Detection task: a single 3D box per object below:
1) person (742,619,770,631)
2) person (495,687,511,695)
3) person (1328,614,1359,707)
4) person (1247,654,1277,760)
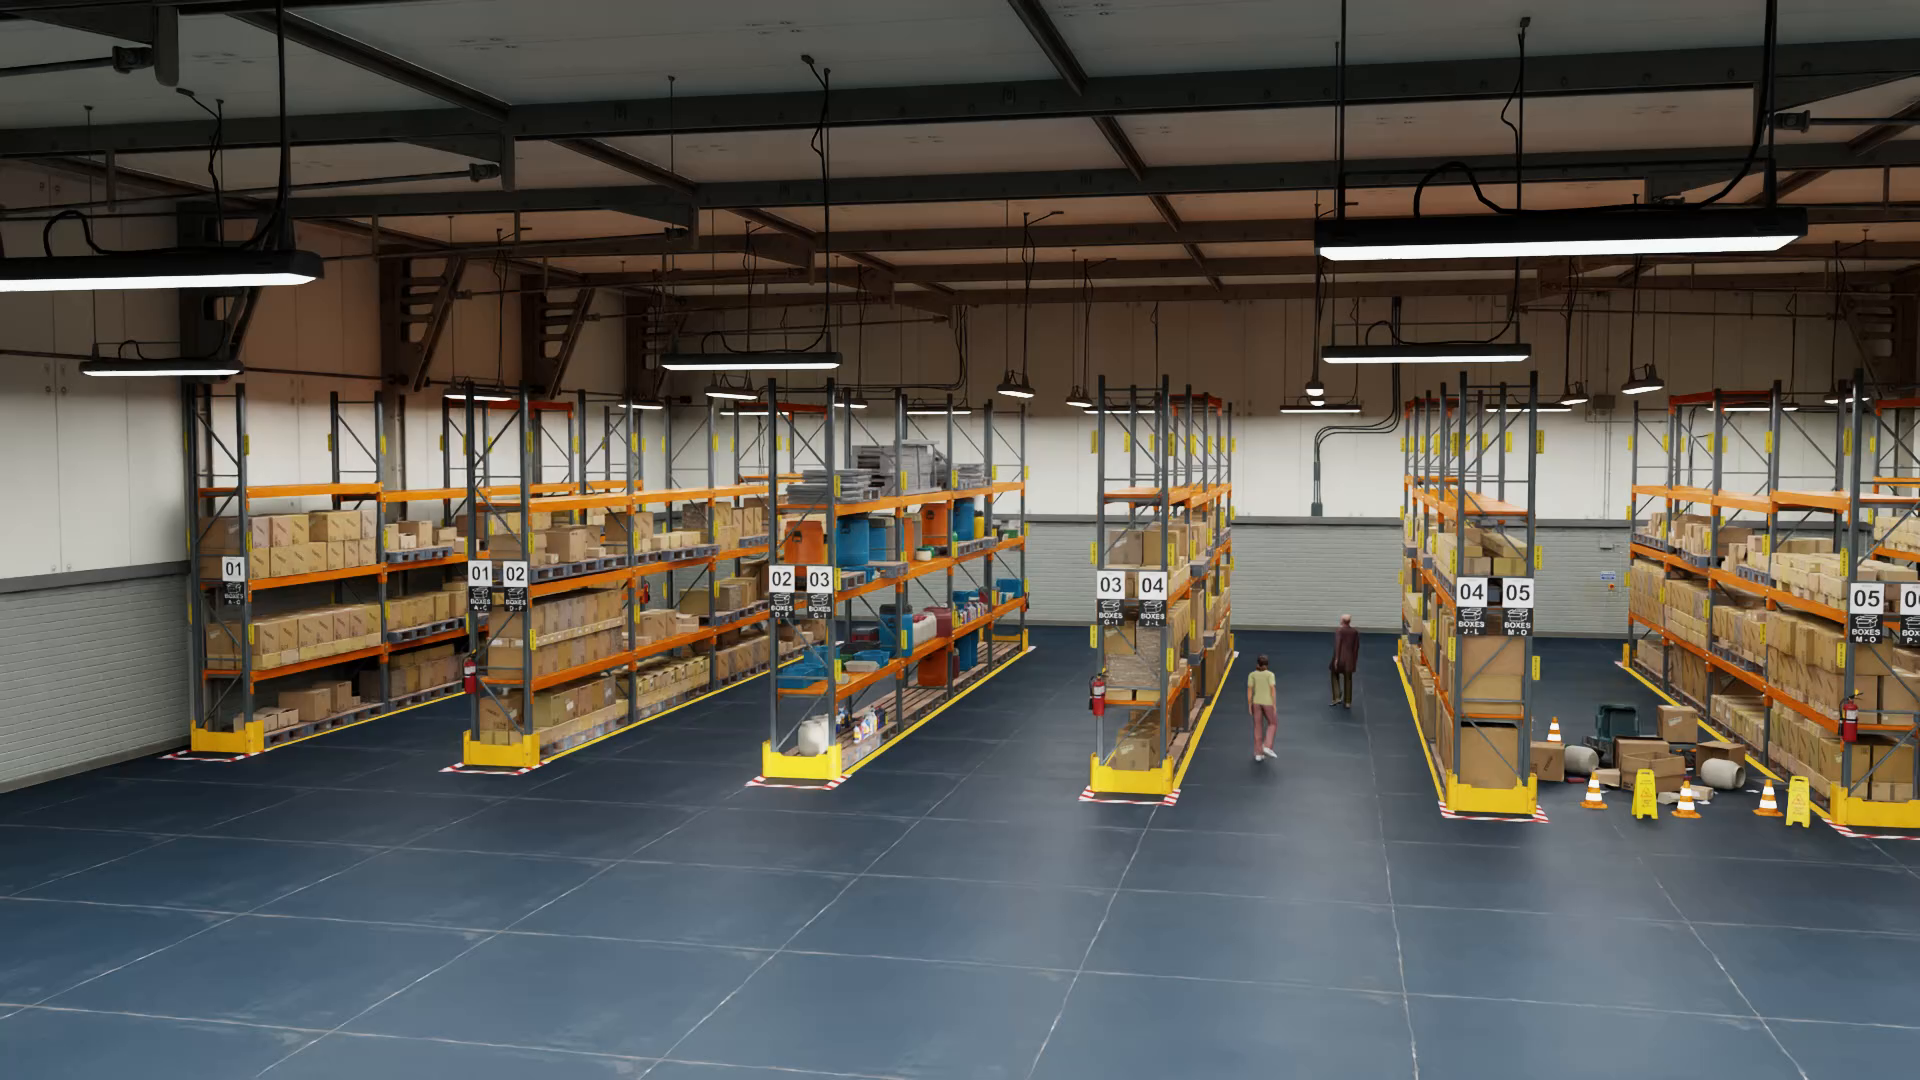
[{"bbox_3d":[-5.153,1.671,42.733,0.995,1.732,0.560,-1,3,-12],"label":"person"},{"bbox_3d":[-8.290,2.463,30.249,0.466,1.582,1.067,0,3,-3],"label":"person"},{"bbox_3d":[7.355,2.319,31.691,0.576,1.813,0.595,0,3,-2],"label":"person"},{"bbox_3d":[4.814,2.656,26.454,0.486,1.638,0.485,2,4,25],"label":"person"}]
